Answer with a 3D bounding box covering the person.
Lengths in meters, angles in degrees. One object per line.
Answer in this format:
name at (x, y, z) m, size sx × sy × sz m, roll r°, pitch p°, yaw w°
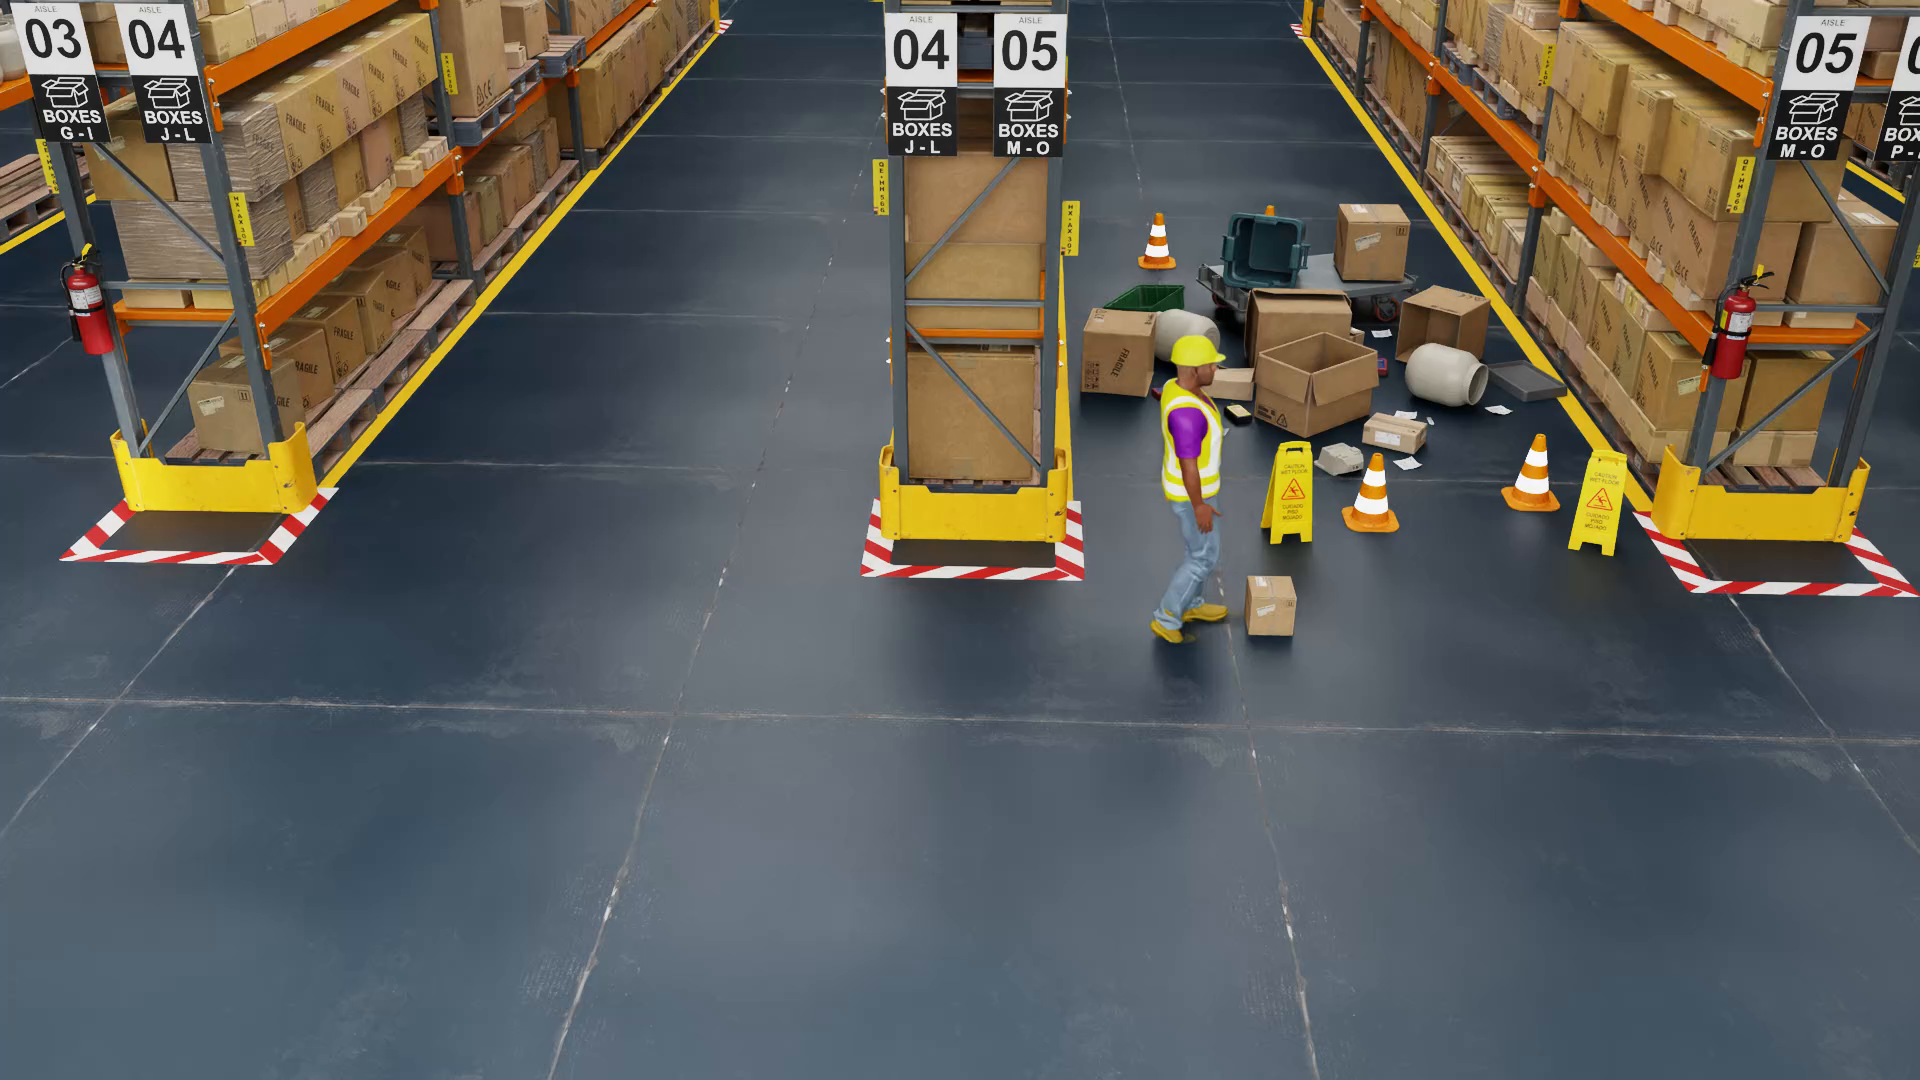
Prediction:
person at (1.317, -0.263, 9.194) m, size 0.469 × 1.816 × 0.570 m, roll 1°, pitch 28°, yaw 3°
